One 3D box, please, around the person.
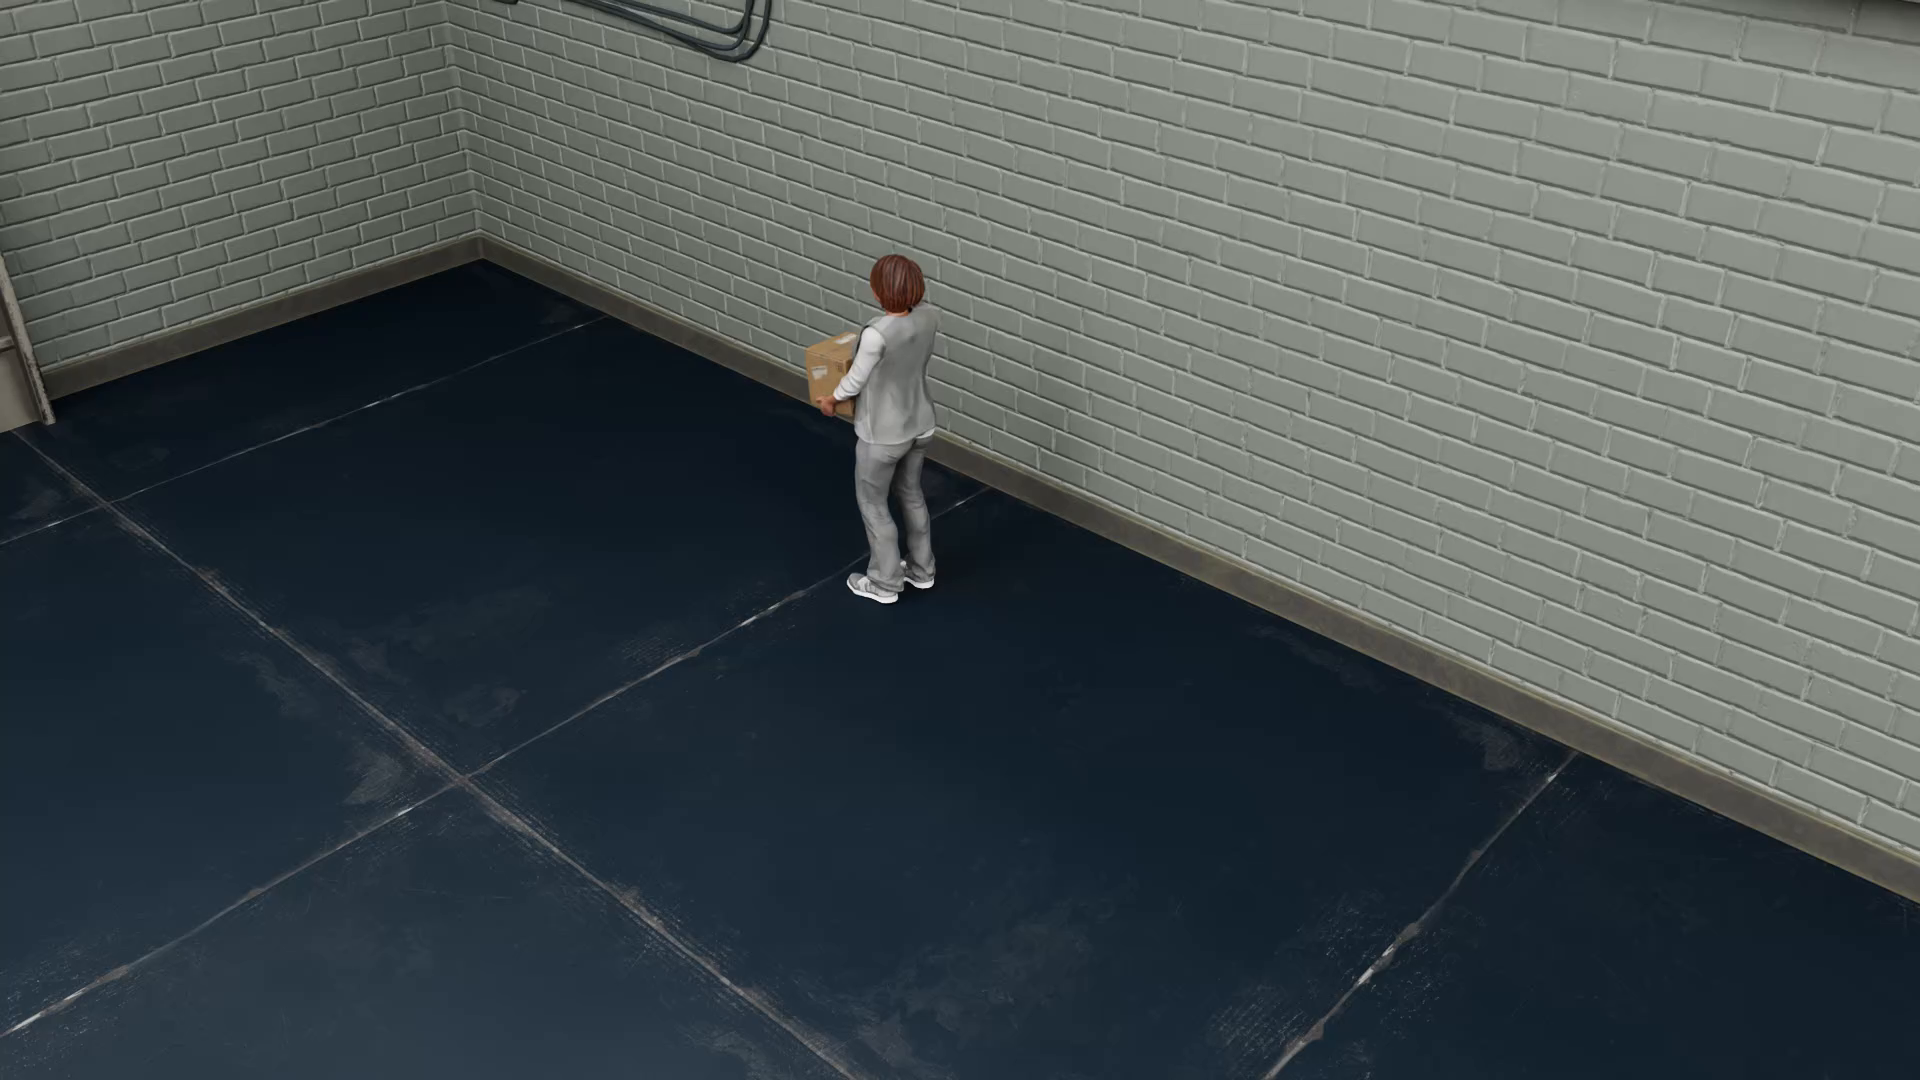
[{"bbox_3d":[-0.335,-0.478,6.923,0.500,1.589,0.405,26,40,35],"label":"person"}]
